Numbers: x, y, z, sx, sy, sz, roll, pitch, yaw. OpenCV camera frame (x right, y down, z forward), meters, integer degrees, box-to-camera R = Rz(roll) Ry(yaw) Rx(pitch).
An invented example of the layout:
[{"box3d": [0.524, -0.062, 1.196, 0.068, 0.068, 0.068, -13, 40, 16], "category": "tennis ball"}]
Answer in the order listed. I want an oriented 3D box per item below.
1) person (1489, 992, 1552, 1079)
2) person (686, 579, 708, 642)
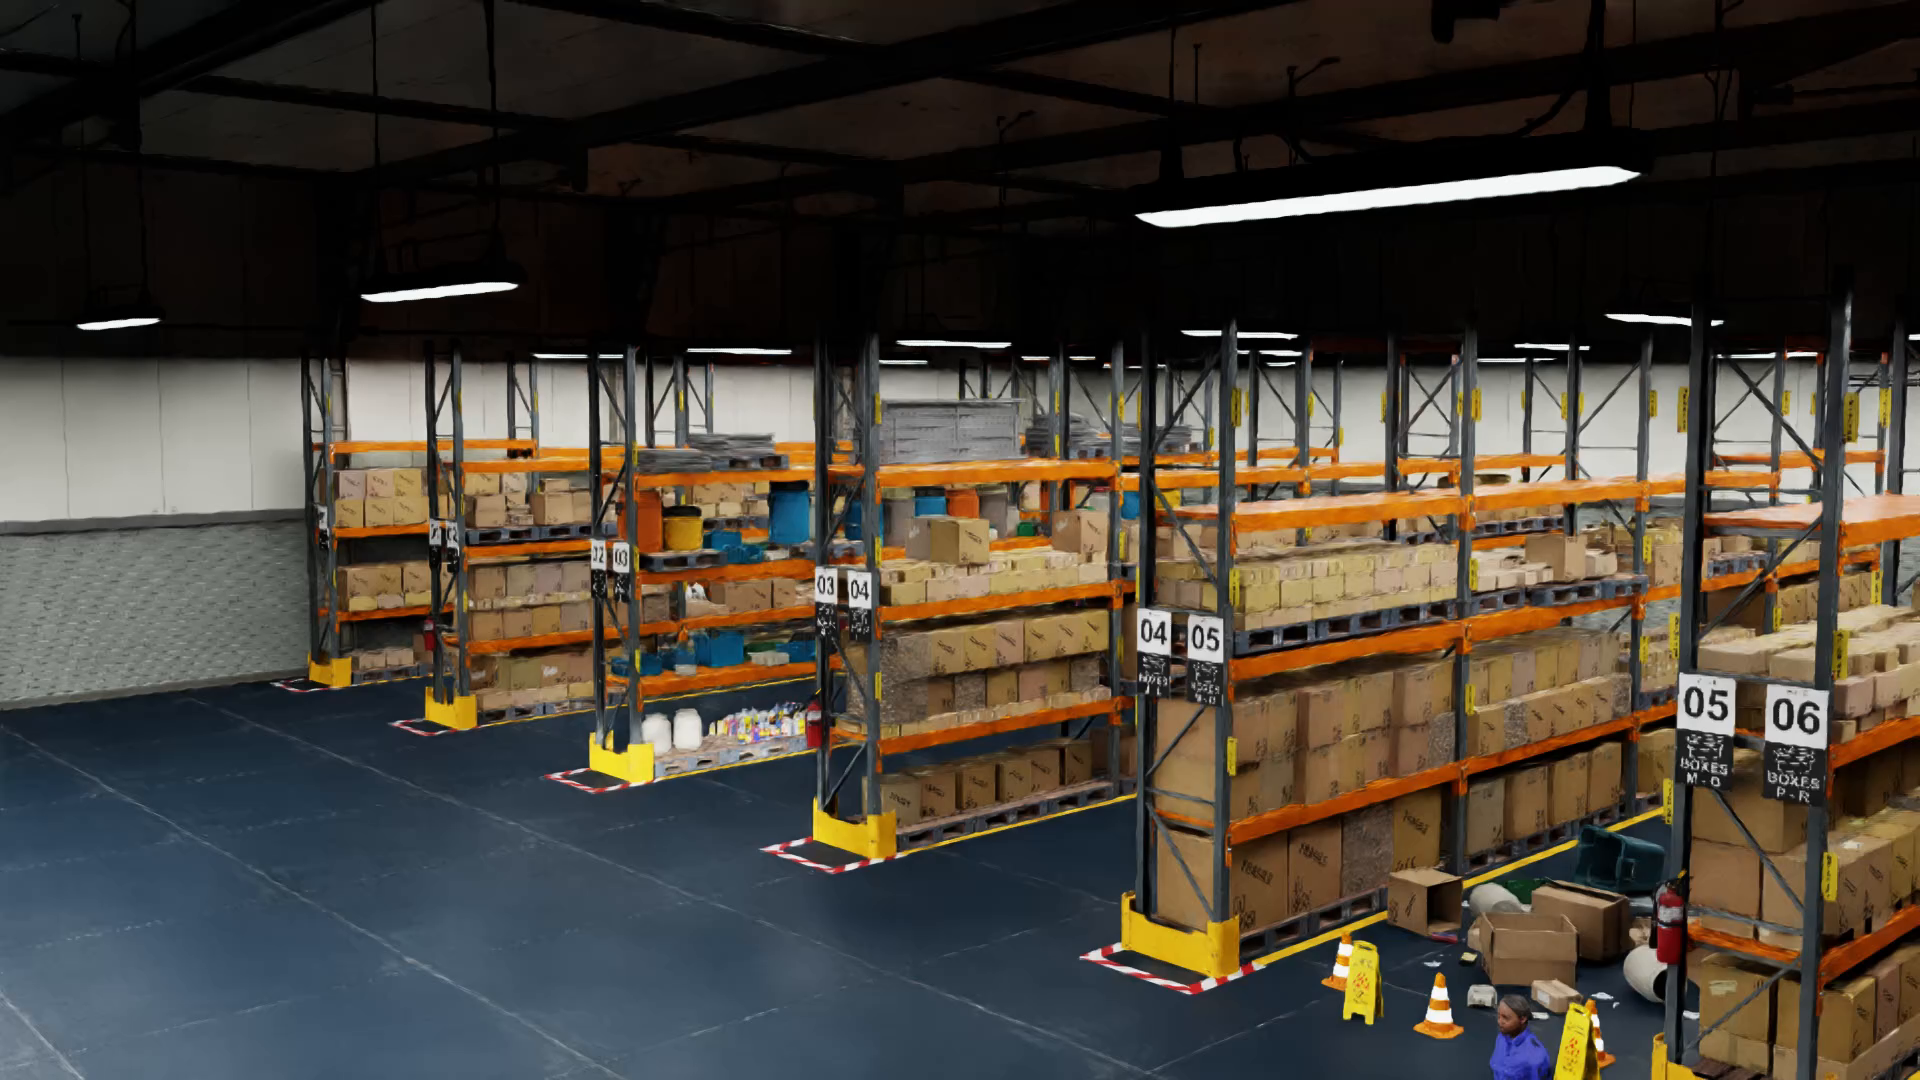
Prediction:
[{"box3d": [3.442, 3.489, 9.995, 0.938, 1.592, 0.505, -2, 5, -22], "category": "person"}, {"box3d": [-5.323, 1.426, 33.298, 0.490, 1.598, 0.999, 4, 6, 39], "category": "person"}]
